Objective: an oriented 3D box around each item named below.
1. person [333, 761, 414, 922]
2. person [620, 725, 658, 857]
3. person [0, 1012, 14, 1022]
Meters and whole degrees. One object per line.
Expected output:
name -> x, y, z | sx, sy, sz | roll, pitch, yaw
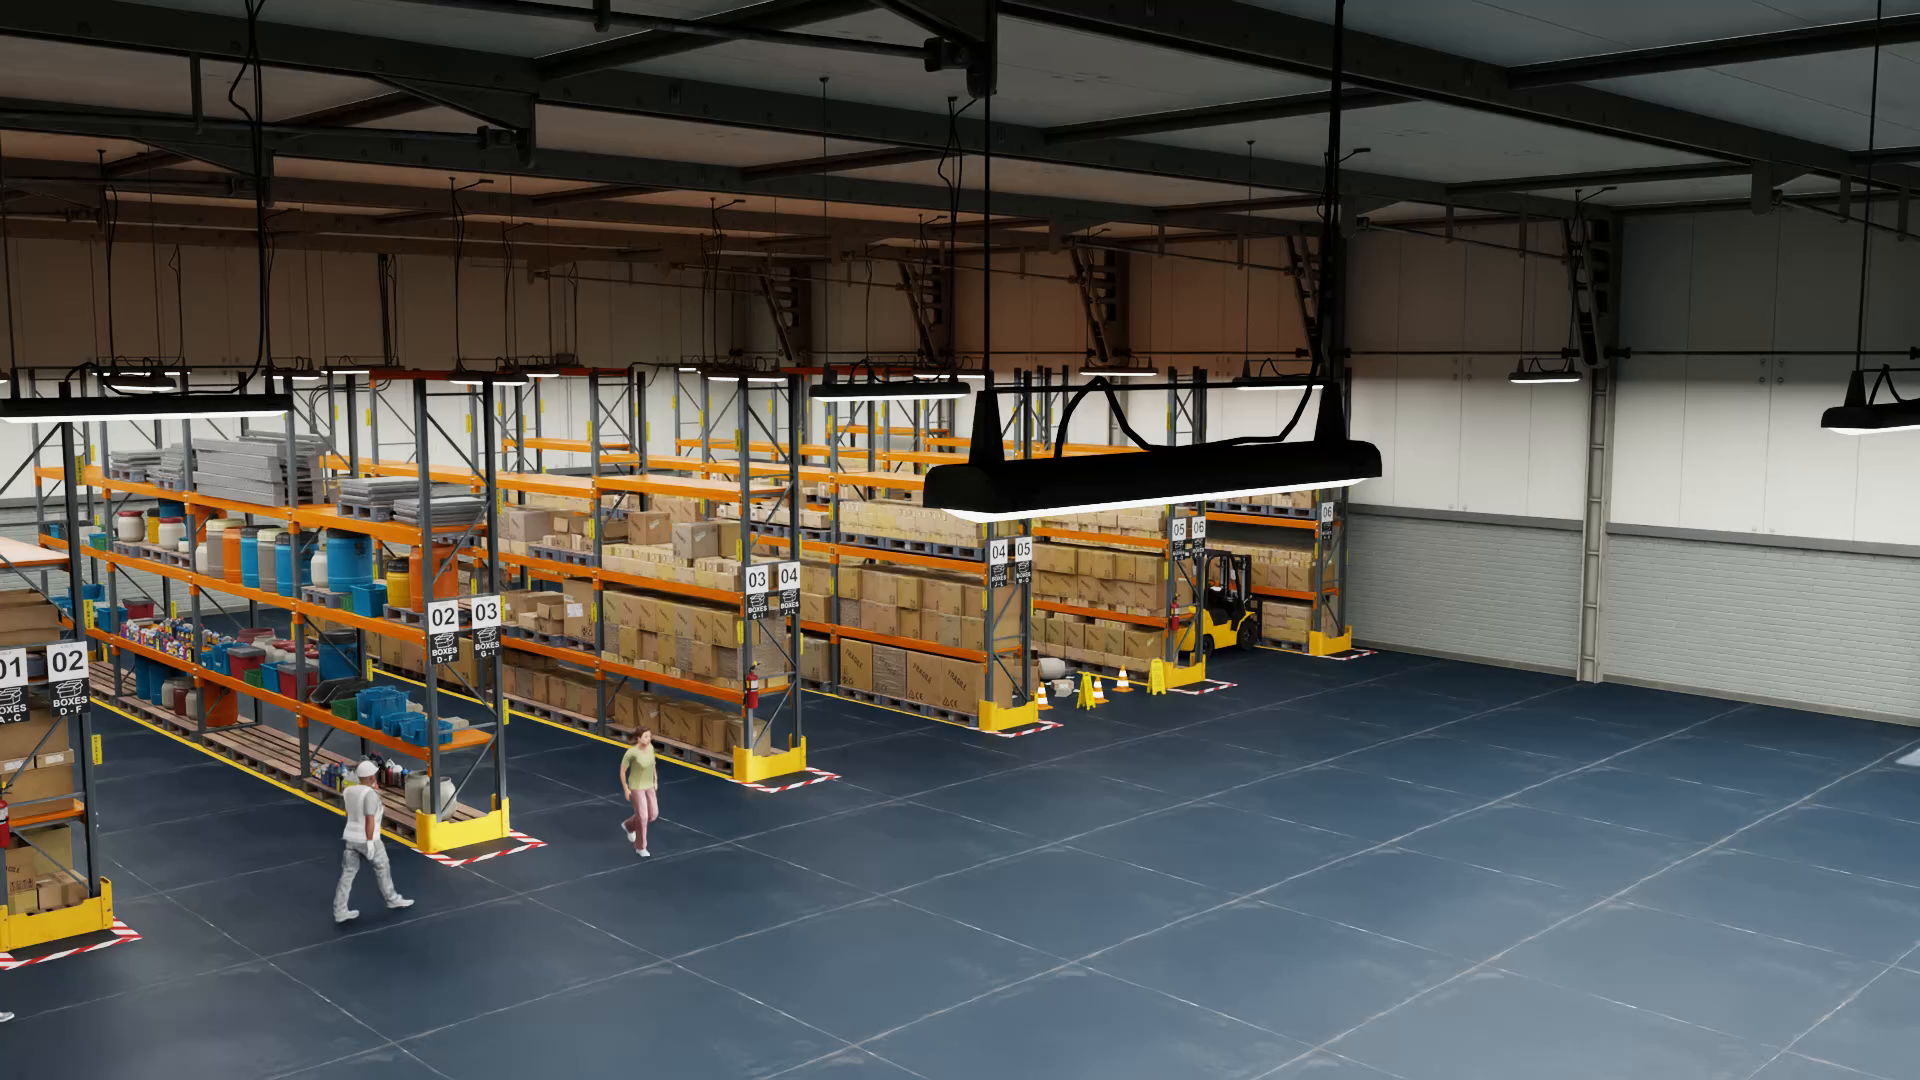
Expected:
person -> -6.658, 3.342, 18.691 | 0.602, 1.735, 0.924 | 4, 7, 30
person -> -4.101, 3.147, 21.087 | 0.640, 1.651, 0.535 | 5, 8, 37
person -> -9.341, 3.789, 15.544 | 0.791, 1.564, 0.435 | -4, 7, -29
